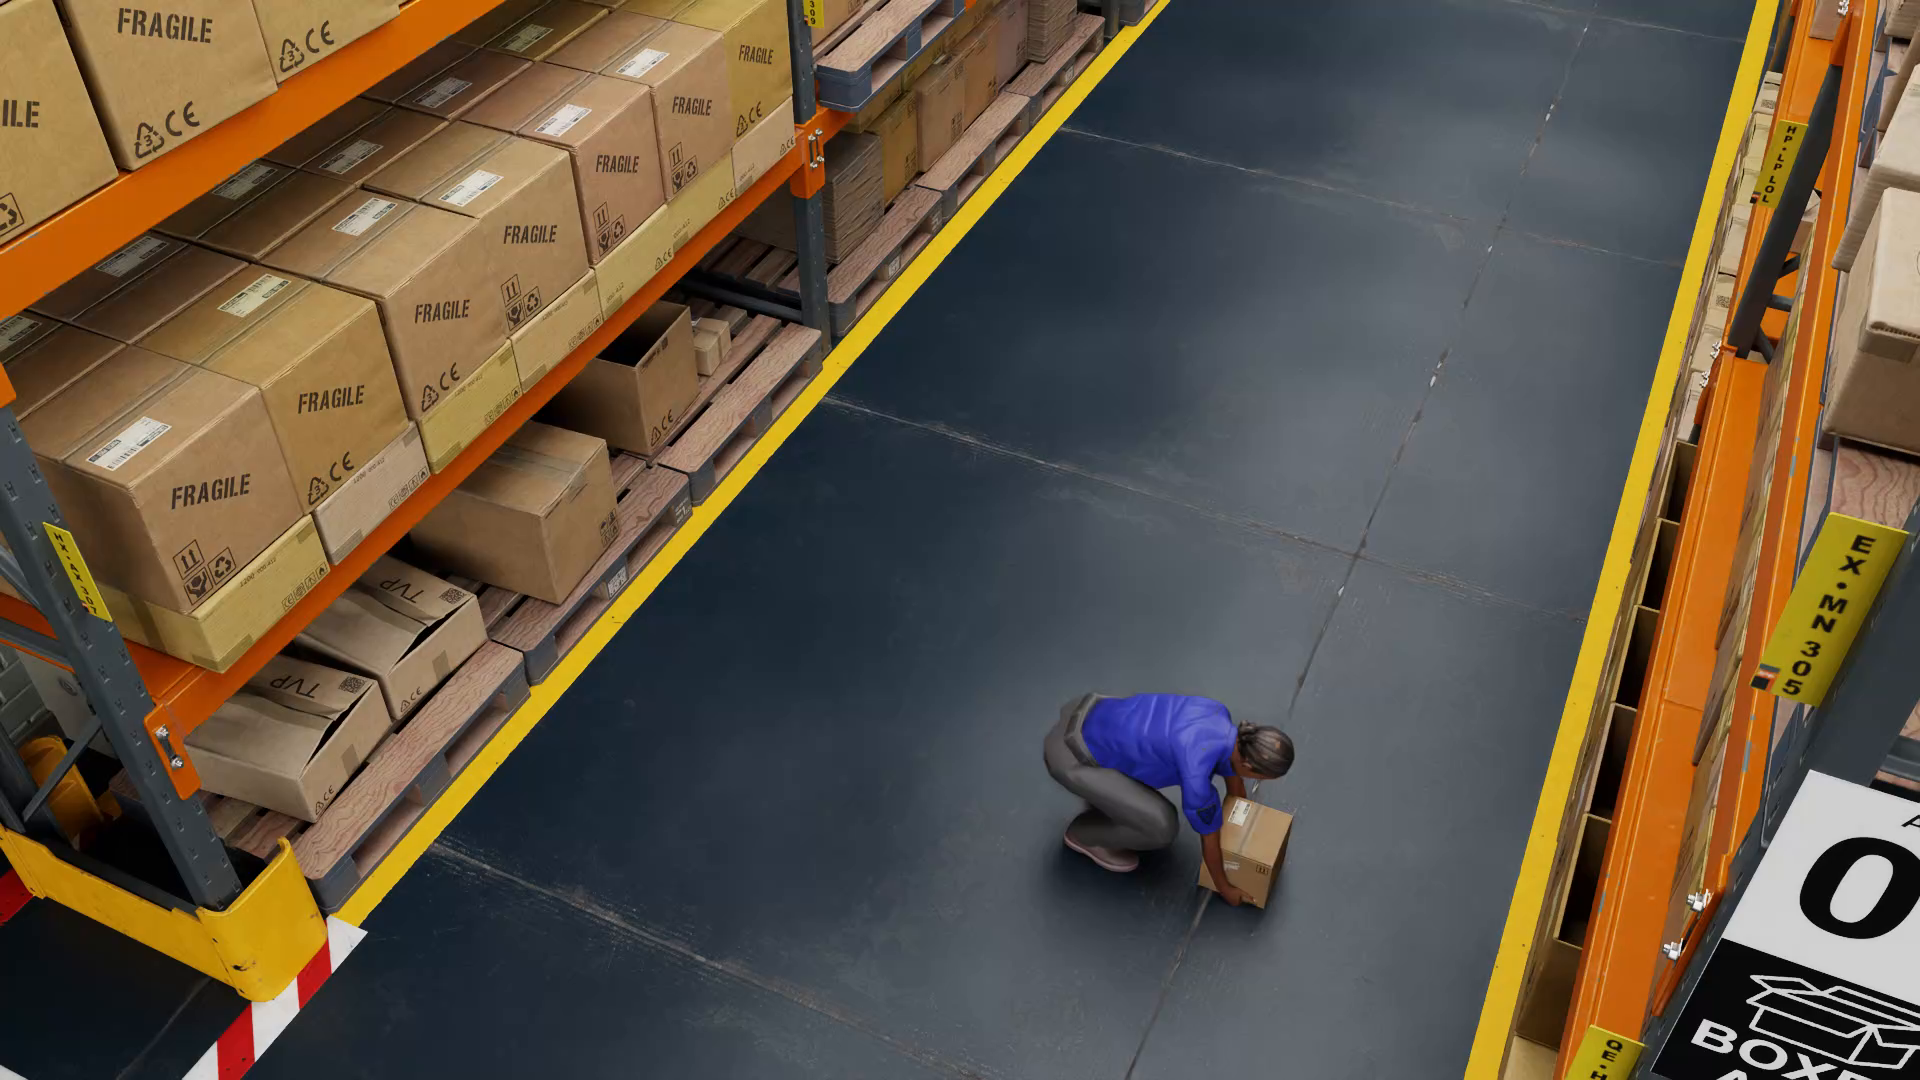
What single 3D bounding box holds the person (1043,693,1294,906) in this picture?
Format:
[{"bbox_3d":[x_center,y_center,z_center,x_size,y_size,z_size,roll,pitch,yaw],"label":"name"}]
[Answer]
[{"bbox_3d":[0.725,0.853,5.926,0.855,0.746,0.457,16,45,17],"label":"person"}]
